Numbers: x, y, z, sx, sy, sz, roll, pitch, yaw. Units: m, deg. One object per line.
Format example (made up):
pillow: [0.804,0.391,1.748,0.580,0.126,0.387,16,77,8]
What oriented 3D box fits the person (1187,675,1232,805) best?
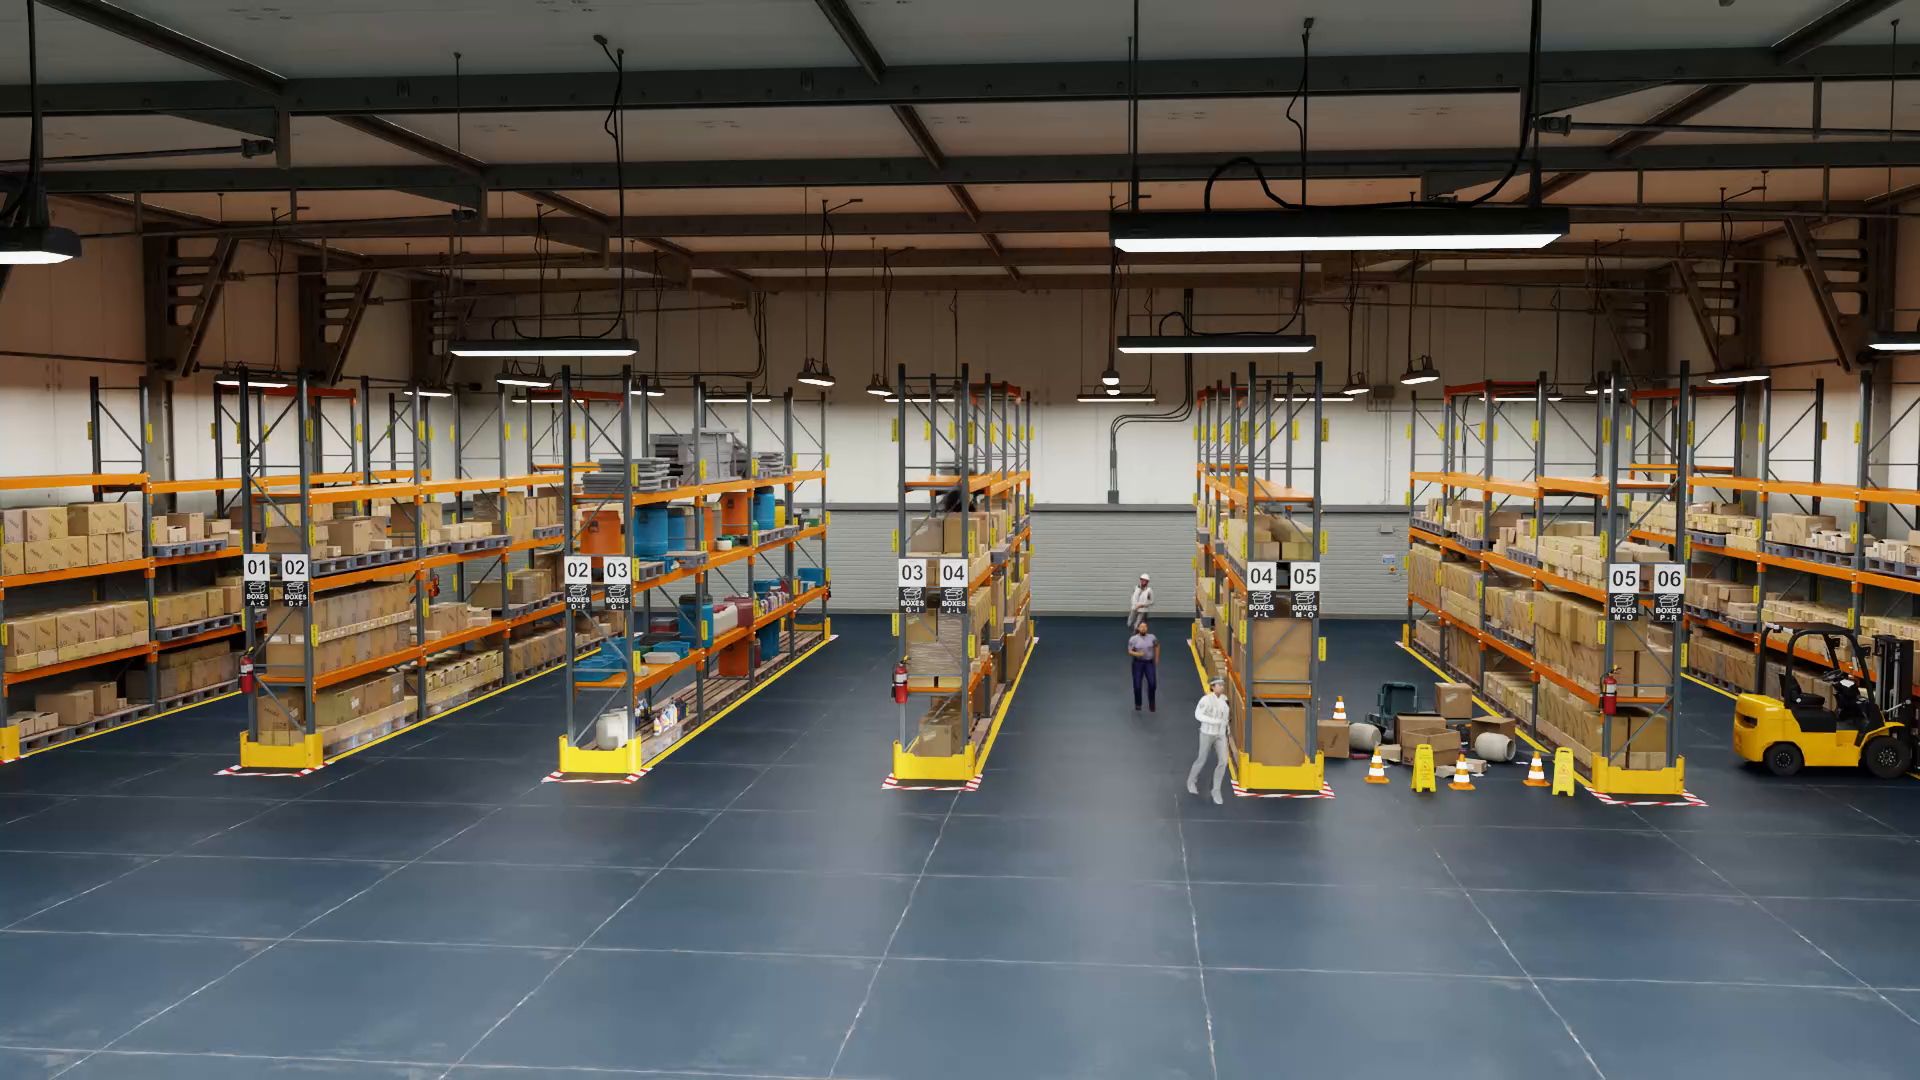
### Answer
person: [3.469,2.687,22.761,0.641,1.717,0.786,-2,4,-24]

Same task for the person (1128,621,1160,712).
person: [3.277,2.253,29.528,0.601,1.624,0.648,0,4,-1]

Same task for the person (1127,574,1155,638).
person: [4.259,1.640,39.215,0.714,1.687,0.568,2,4,33]
